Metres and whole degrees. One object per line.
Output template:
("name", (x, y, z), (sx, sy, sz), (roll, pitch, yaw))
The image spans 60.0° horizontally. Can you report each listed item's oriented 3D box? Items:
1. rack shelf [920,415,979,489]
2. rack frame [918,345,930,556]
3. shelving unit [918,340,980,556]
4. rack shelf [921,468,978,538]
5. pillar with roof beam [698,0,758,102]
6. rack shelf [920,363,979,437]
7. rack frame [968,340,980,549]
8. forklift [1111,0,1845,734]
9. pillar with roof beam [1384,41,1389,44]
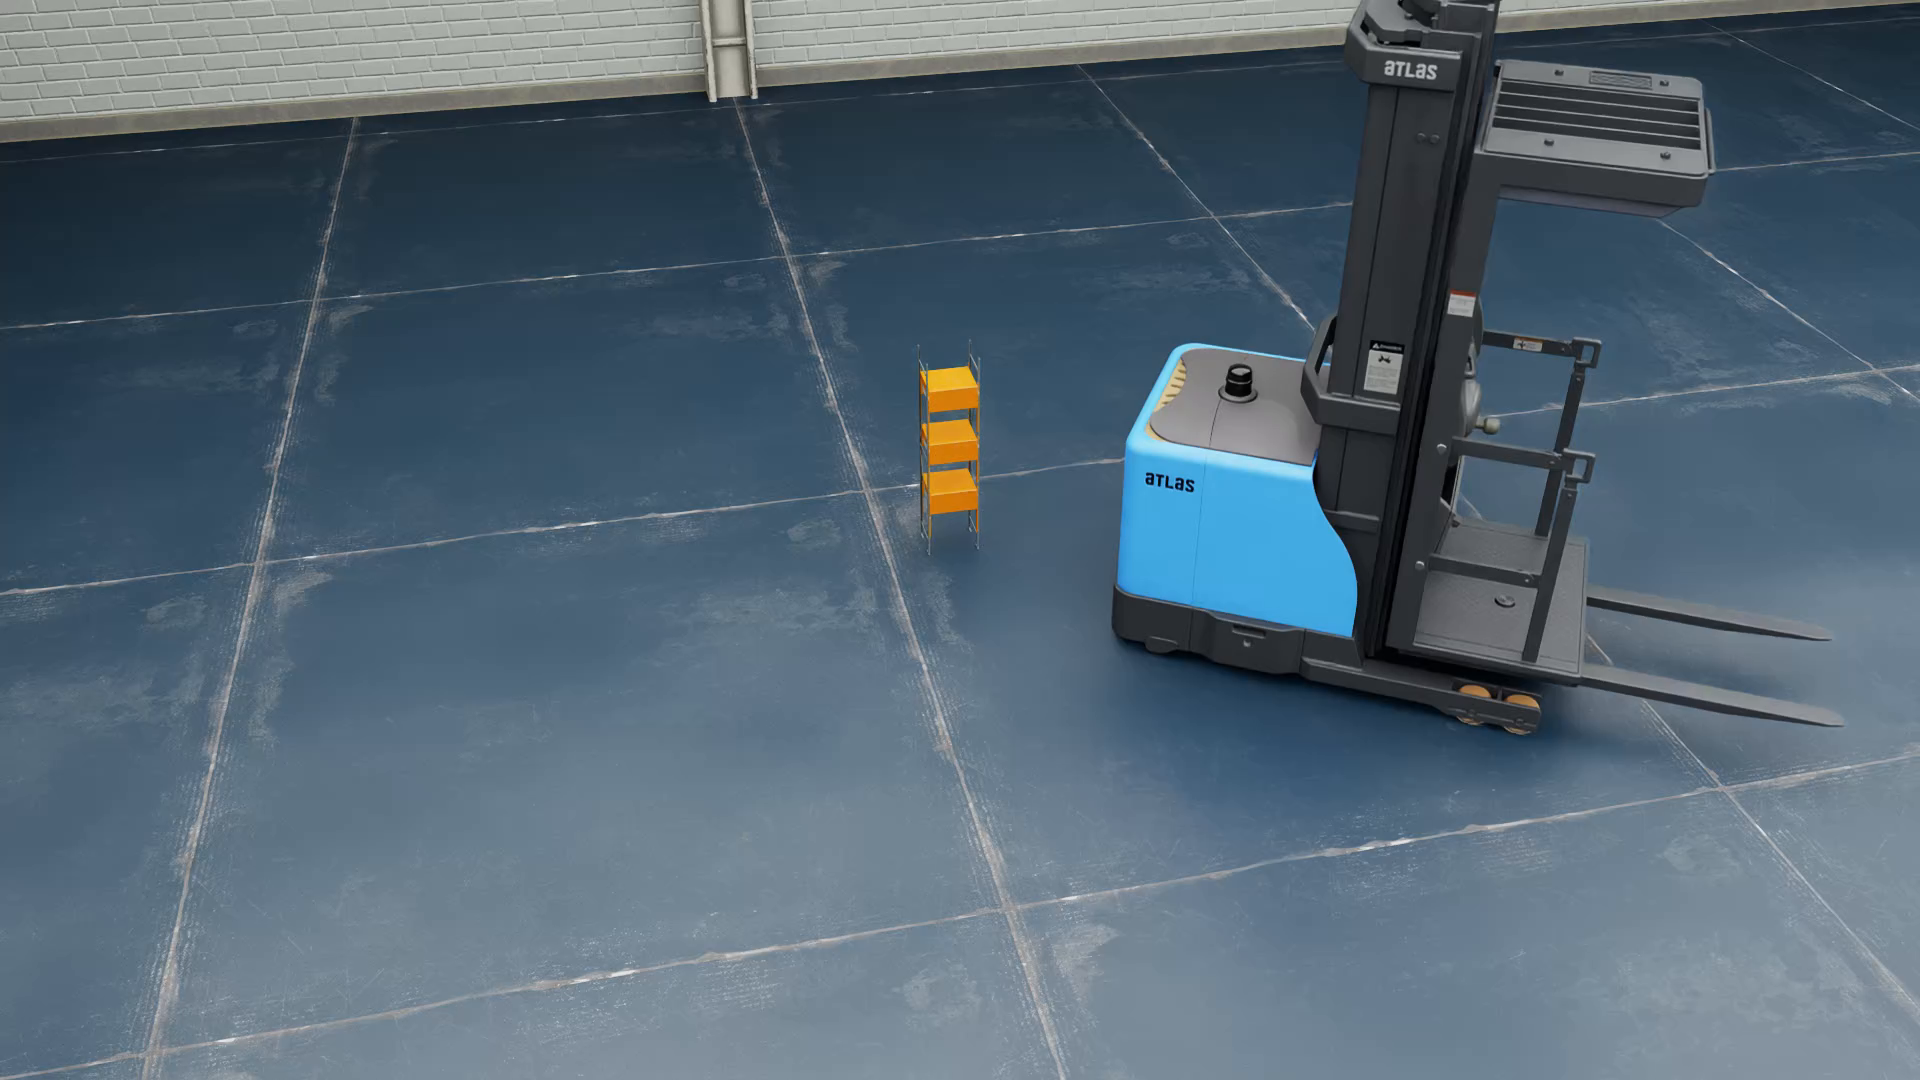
("rack shelf", (-0.052, -0.421, 7.954), (0.240, 0.259, 0.215), (-7, 35, -11))
("rack frame", (-0.171, -0.414, 7.925), (0.008, 1.050, 0.200), (-7, 35, -11))
("shelving unit", (-0.052, -0.429, 7.948), (0.252, 1.050, 0.215), (-7, 35, -11))
("rack shelf", (-0.052, -0.190, 8.108), (0.240, 0.259, 0.215), (-7, 35, -11))
("pillar with roof beam", (-0.935, -5.083, 7.749), (0.400, 9.000, 9.100), (-7, 35, -11))
("rack shelf", (-0.052, -0.656, 7.795), (0.240, 0.259, 0.215), (-7, 35, -11))
("rack frame", (0.067, -0.444, 7.970), (0.008, 1.050, 0.200), (-7, 35, -11))
("forklift", (2.260, -0.731, 6.709), (3.031, 2.935, 1.130), (11, 35, 16))
("pillar with roof beam", (4.917, -5.821, 8.848), (0.400, 9.000, 9.100), (-7, 35, -11))
